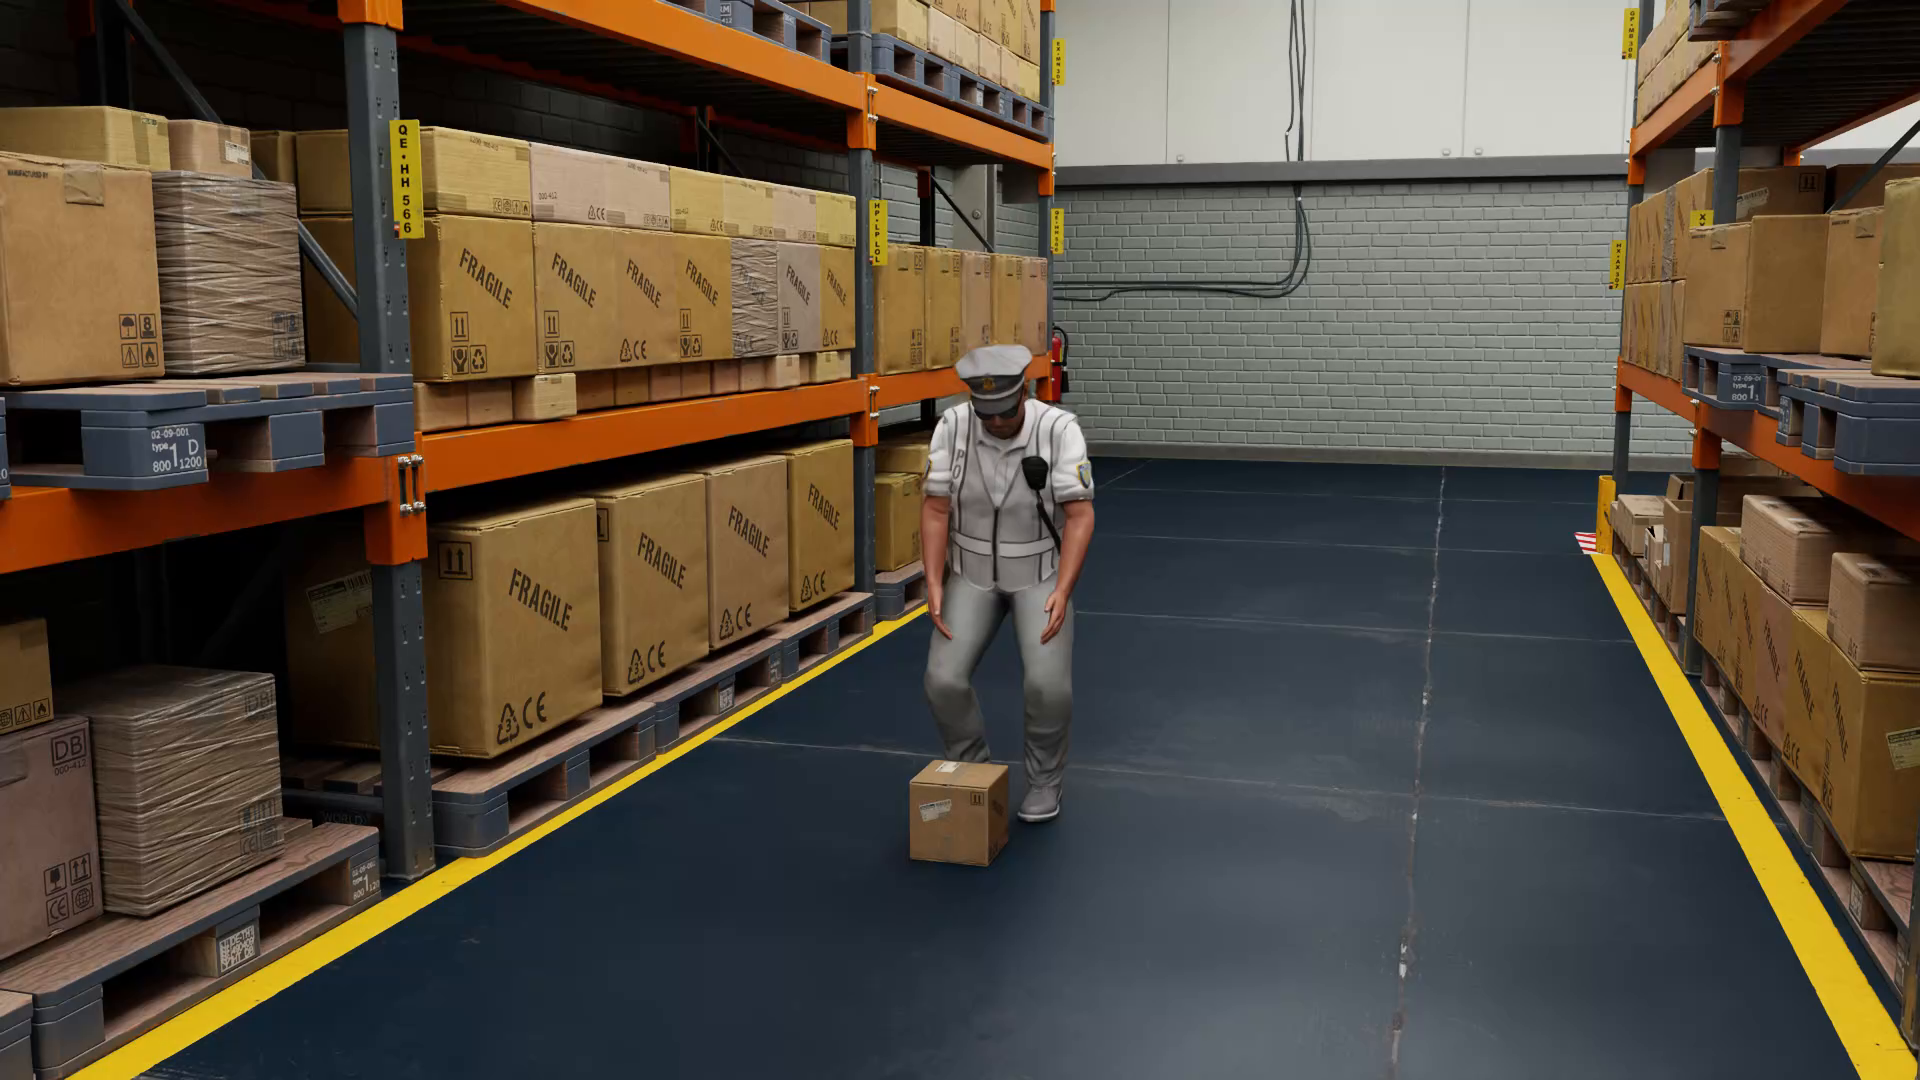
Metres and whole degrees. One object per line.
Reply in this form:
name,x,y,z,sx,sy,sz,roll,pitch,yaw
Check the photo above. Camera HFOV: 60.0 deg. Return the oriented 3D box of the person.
person,0.097,0.537,5.429,0.533,0.840,1.032,2,9,15
